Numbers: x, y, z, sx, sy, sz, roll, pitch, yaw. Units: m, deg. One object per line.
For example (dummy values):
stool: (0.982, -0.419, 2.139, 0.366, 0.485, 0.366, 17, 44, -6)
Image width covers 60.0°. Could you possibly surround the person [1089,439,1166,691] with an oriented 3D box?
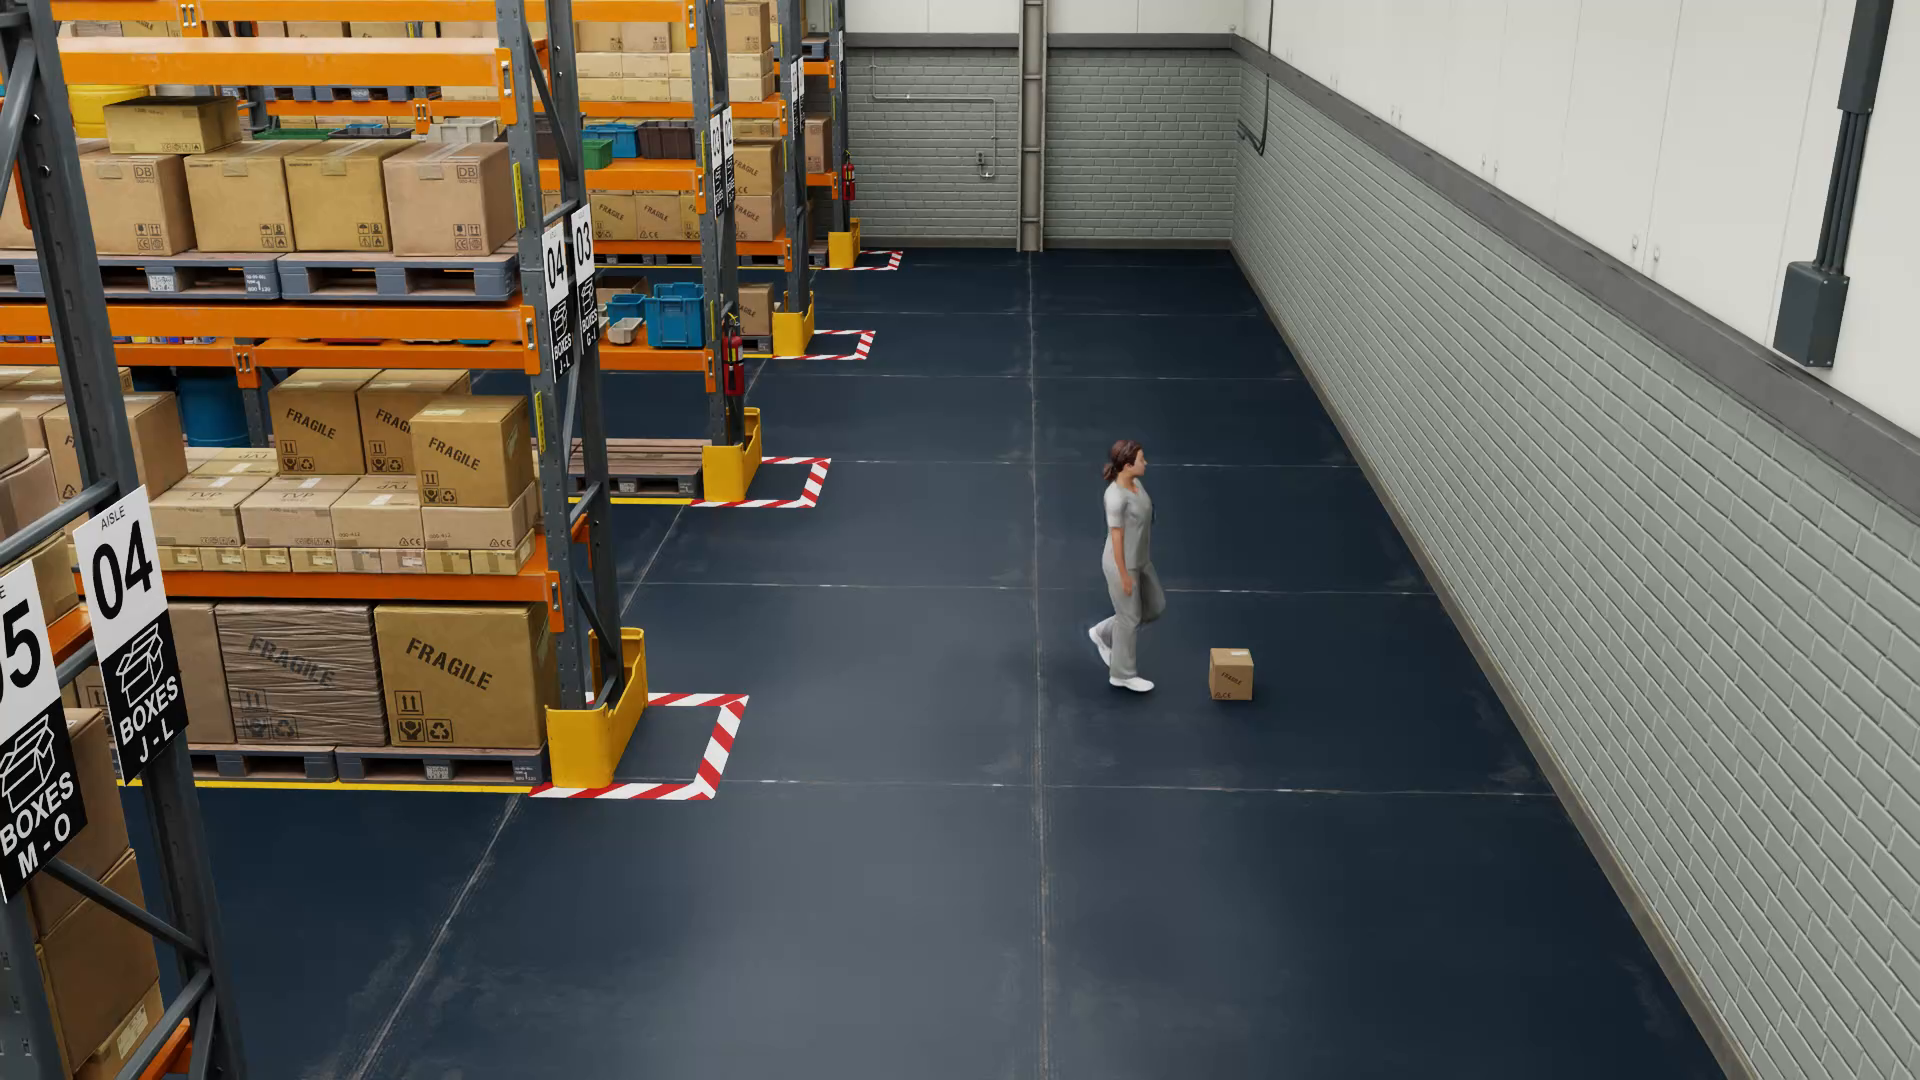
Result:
person: (1.045, 0.150, 10.651, 0.527, 1.662, 0.456, 11, 24, 27)
